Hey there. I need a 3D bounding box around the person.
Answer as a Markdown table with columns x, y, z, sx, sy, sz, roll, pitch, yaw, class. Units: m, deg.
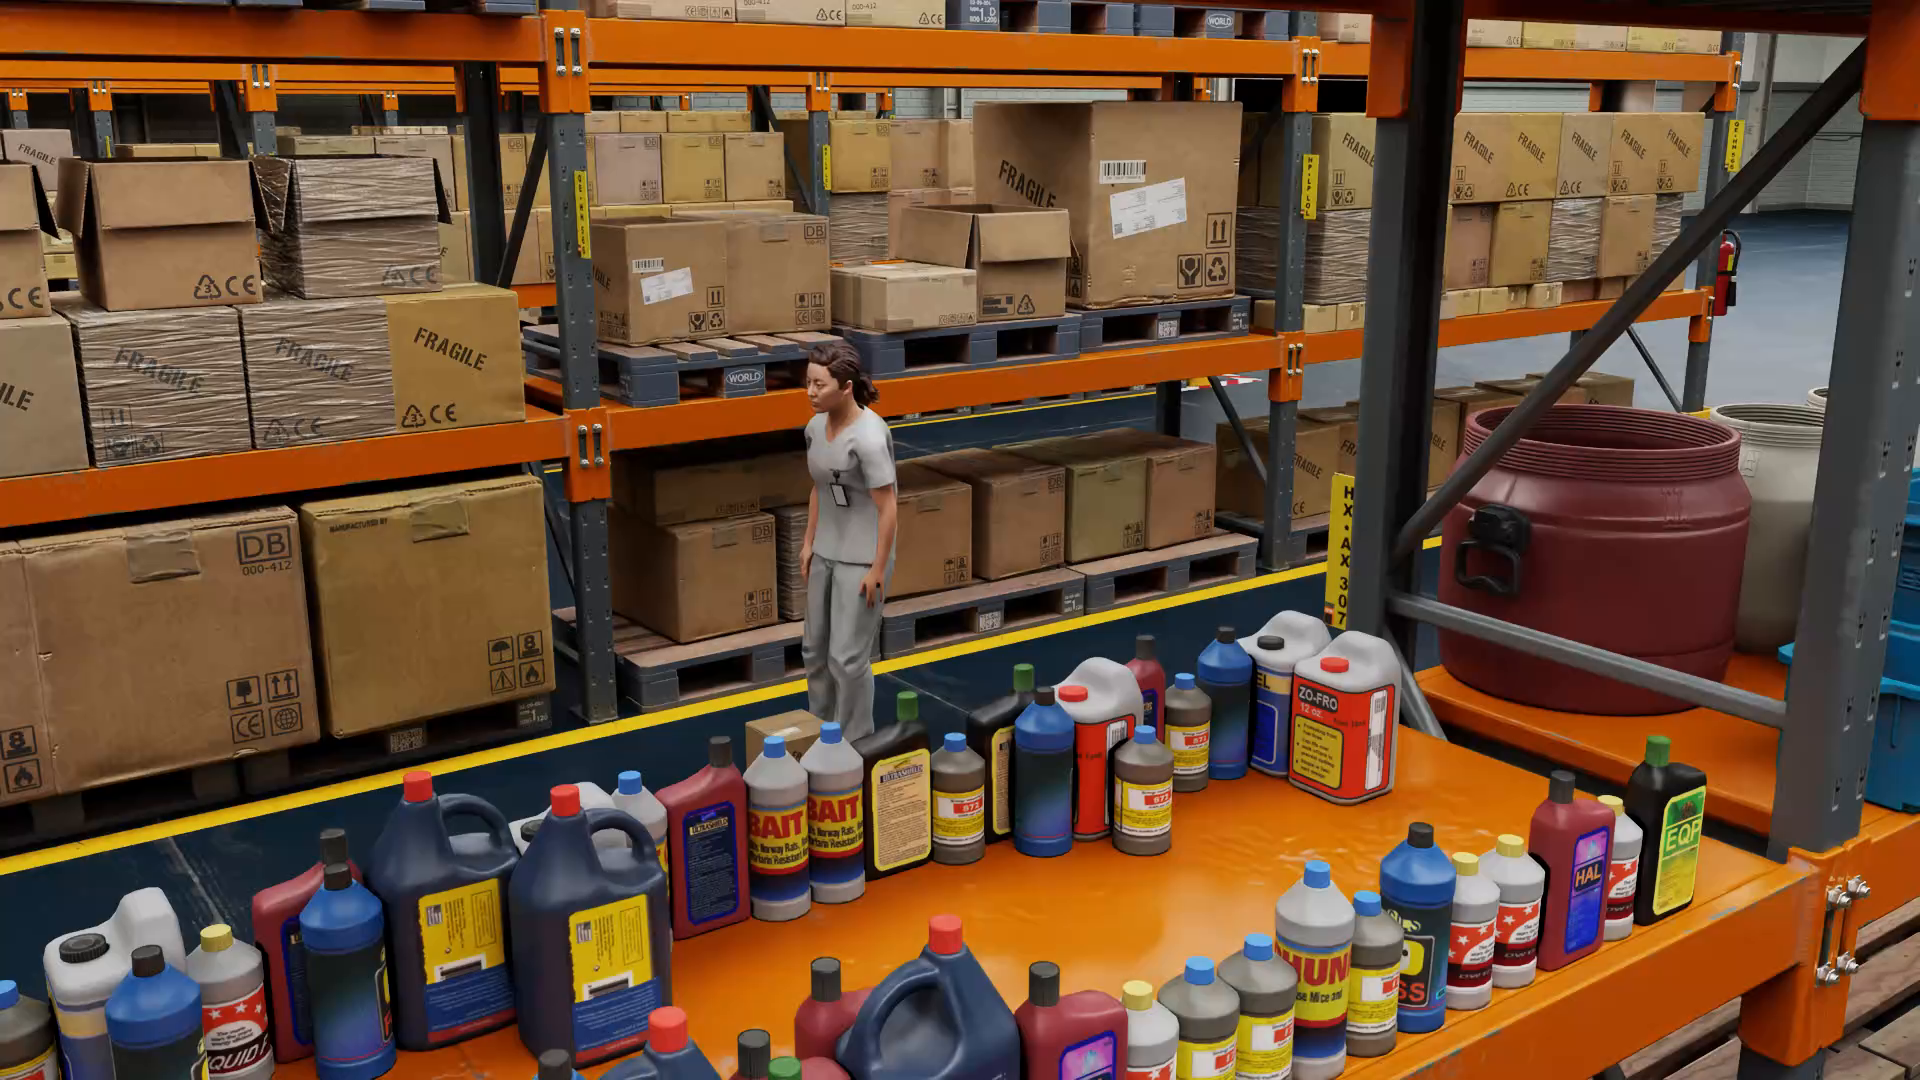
| x | y | z | sx | sy | sz | roll | pitch | yaw | class |
| --- | --- | --- | --- | --- | --- | --- | --- | --- | --- |
| -0.454 | 0.087 | 6.179 | 0.416 | 1.671 | 0.505 | -12 | 19 | -38 | person |
